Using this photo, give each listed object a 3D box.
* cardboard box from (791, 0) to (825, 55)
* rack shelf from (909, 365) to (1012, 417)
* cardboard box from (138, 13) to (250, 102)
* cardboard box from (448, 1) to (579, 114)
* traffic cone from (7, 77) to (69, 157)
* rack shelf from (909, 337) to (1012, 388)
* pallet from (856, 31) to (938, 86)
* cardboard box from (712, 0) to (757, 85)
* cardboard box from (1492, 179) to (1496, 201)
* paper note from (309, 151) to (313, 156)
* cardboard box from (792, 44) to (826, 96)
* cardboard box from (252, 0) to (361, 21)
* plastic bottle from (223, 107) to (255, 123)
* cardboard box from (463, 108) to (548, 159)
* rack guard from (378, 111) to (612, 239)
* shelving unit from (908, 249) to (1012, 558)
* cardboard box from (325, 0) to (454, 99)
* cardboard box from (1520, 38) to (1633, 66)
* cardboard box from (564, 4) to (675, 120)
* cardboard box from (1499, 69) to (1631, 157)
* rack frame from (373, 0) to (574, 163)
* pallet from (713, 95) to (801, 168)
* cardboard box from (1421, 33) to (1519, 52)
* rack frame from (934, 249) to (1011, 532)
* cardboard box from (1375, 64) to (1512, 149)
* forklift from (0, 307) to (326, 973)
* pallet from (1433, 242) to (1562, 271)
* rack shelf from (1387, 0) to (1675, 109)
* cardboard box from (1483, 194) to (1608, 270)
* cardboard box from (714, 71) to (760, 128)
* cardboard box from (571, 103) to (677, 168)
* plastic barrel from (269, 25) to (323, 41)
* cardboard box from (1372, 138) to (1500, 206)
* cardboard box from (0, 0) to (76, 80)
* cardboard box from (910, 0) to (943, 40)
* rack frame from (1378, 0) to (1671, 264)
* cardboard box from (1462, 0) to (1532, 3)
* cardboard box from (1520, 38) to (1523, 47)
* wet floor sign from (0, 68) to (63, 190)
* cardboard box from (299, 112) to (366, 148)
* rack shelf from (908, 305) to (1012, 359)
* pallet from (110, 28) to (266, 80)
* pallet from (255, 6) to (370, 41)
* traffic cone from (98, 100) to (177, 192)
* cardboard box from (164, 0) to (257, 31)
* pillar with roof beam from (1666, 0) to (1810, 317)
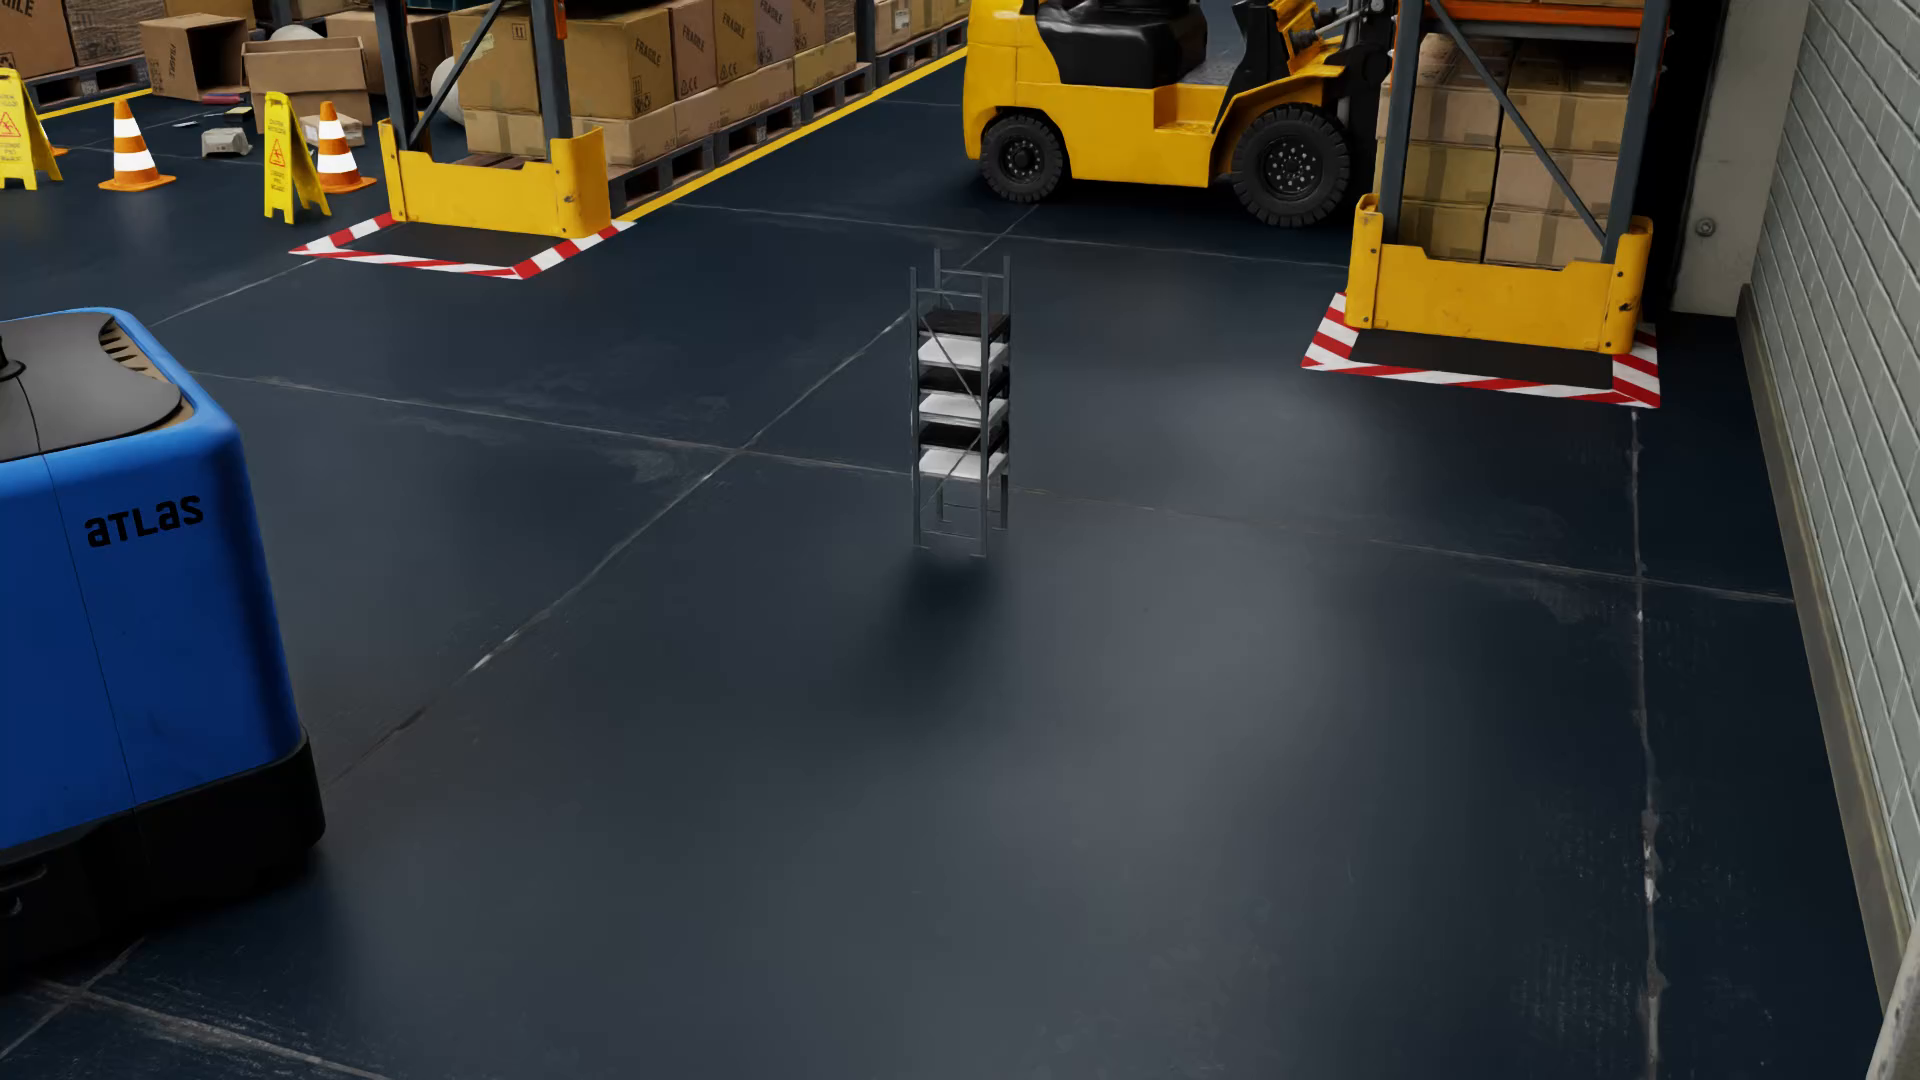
[{"bbox_3d":[-1.204,-3.426,10.697,0.500,0.500,0.500,9,27,18],"label":"cardboard box"},{"bbox_3d":[0.003,-0.459,5.036,0.258,0.077,0.200,9,27,17],"label":"rack shelf"},{"bbox_3d":[-5.343,-3.394,11.683,0.500,0.500,0.500,14,29,26],"label":"cardboard box"},{"bbox_3d":[-2.403,-2.641,9.075,0.500,0.500,0.500,9,27,18],"label":"cardboard box"},{"bbox_3d":[-5.609,-2.532,9.947,0.336,0.463,0.334,9,27,17],"label":"traffic cone"},{"bbox_3d":[0.003,-0.540,4.997,0.258,0.077,0.200,9,27,17],"label":"rack shelf"},{"bbox_3d":[-0.834,-3.694,12.636,1.003,0.211,1.213,9,27,17],"label":"pallet"},{"bbox_3d":[-1.542,-2.995,9.807,0.500,0.500,0.500,9,27,18],"label":"cardboard box"},{"bbox_3d":[2.292,-1.660,7.909,0.500,0.250,0.500,9,27,17],"label":"cardboard box"},{"bbox_3d":[-3.986,-2.326,10.018,0.148,0.019,0.142,0,26,-1],"label":"paper note"},{"bbox_3d":[-1.203,-3.078,10.838,0.500,0.250,0.500,8,27,16],"label":"cardboard box"},{"bbox_3d":[-5.672,-4.749,13.717,1.050,0.750,0.750,9,27,17],"label":"cardboard box"},{"bbox_3d":[-4.759,-2.822,11.009,0.133,0.061,0.283,0,26,-1],"label":"plastic bottle"},{"bbox_3d":[-2.400,-2.317,9.267,0.500,0.250,0.500,9,27,17],"label":"cardboard box"},{"bbox_3d":[-2.398,-1.891,8.582,1.175,0.500,0.348,9,27,17],"label":"rack guard"},{"bbox_3d":[0.003,-0.408,5.061,0.258,0.900,0.210,9,27,17],"label":"shelving unit"},{"bbox_3d":[-3.923,-3.397,11.532,0.797,0.637,0.503,9,27,17],"label":"cardboard box"},{"bbox_3d":[2.937,-2.248,7.976,0.500,0.250,0.500,9,27,17],"label":"cardboard box"},{"bbox_3d":[-1.887,-2.575,8.939,0.500,0.500,0.500,8,27,16],"label":"cardboard box"},{"bbox_3d":[2.597,-1.838,7.130,0.500,0.250,0.500,8,27,17],"label":"cardboard box"},{"bbox_3d":[-2.423,-2.985,7.972,1.000,3.000,0.127,9,27,17],"label":"rack frame"},{"bbox_3d":[-1.687,-2.589,10.356,1.003,0.211,1.213,9,27,17],"label":"pallet"},{"bbox_3d":[2.441,-2.322,8.129,0.500,0.250,0.500,9,27,18],"label":"cardboard box"},{"bbox_3d":[0.037,-0.450,5.147,0.240,0.900,0.006,9,27,17],"label":"rack frame"},{"bbox_3d":[2.118,-1.902,7.263,0.500,0.250,0.500,10,27,19],"label":"cardboard box"},{"bbox_3d":[-2.910,-0.373,2.658,3.031,2.935,1.130,-18,31,-33],"label":"forklift"},{"bbox_3d":[2.474,-1.332,7.758,1.003,0.211,1.213,9,27,17],"label":"pallet"},{"bbox_3d":[2.924,-2.765,8.343,1.077,0.370,4.000,9,27,17],"label":"rack shelf"},{"bbox_3d":[2.607,-1.391,7.355,0.500,0.250,0.500,9,27,18],"label":"cardboard box"},{"bbox_3d":[-1.547,-2.662,9.980,0.500,0.250,0.500,11,28,21],"label":"cardboard box"},{"bbox_3d":[-1.894,-2.228,9.082,0.500,0.250,0.500,9,27,17],"label":"cardboard box"},{"bbox_3d":[-4.725,-3.457,11.903,0.421,0.421,0.512,-14,29,-27],"label":"plastic barrel"},{"bbox_3d":[2.126,-1.688,7.394,0.500,0.250,0.500,8,27,17],"label":"cardboard box"},{"bbox_3d":[-6.671,-3.544,11.084,0.875,0.875,0.875,8,27,17],"label":"cardboard box"},{"bbox_3d":[-0.684,-4.147,12.906,0.950,0.372,0.625,11,28,21],"label":"cardboard box"},{"bbox_3d":[2.259,-2.266,6.489,1.000,3.000,0.127,9,27,17],"label":"rack frame"},{"bbox_3d":[2.175,-2.552,6.963,0.500,0.500,0.500,8,27,16],"label":"cardboard box"},{"bbox_3d":[2.799,-2.744,9.000,0.500,0.250,0.500,10,27,19],"label":"cardboard box"},{"bbox_3d":[-5.267,-2.302,9.265,0.267,0.644,0.232,4,26,8],"label":"wet floor sign"},{"bbox_3d":[-3.892,-2.533,10.311,0.250,0.149,0.380,-20,33,-36],"label":"cardboard box"},{"bbox_3d":[0.003,-0.621,4.958,0.258,0.077,0.200,9,27,17],"label":"rack shelf"},{"bbox_3d":[-6.121,-3.749,12.750,1.003,0.211,1.213,9,27,17],"label":"pallet"},{"bbox_3d":[-5.608,-4.378,14.049,1.003,0.211,1.213,9,27,17],"label":"pallet"},{"bbox_3d":[-4.657,-2.228,9.320,0.336,0.463,0.334,9,27,17],"label":"traffic cone"},{"bbox_3d":[-6.069,-4.289,12.623,0.875,0.875,0.875,9,27,18],"label":"cardboard box"},{"bbox_3d":[-0.719,-5.746,6.792,9.100,9.000,0.400,9,27,17],"label":"pillar with roof beam"}]
